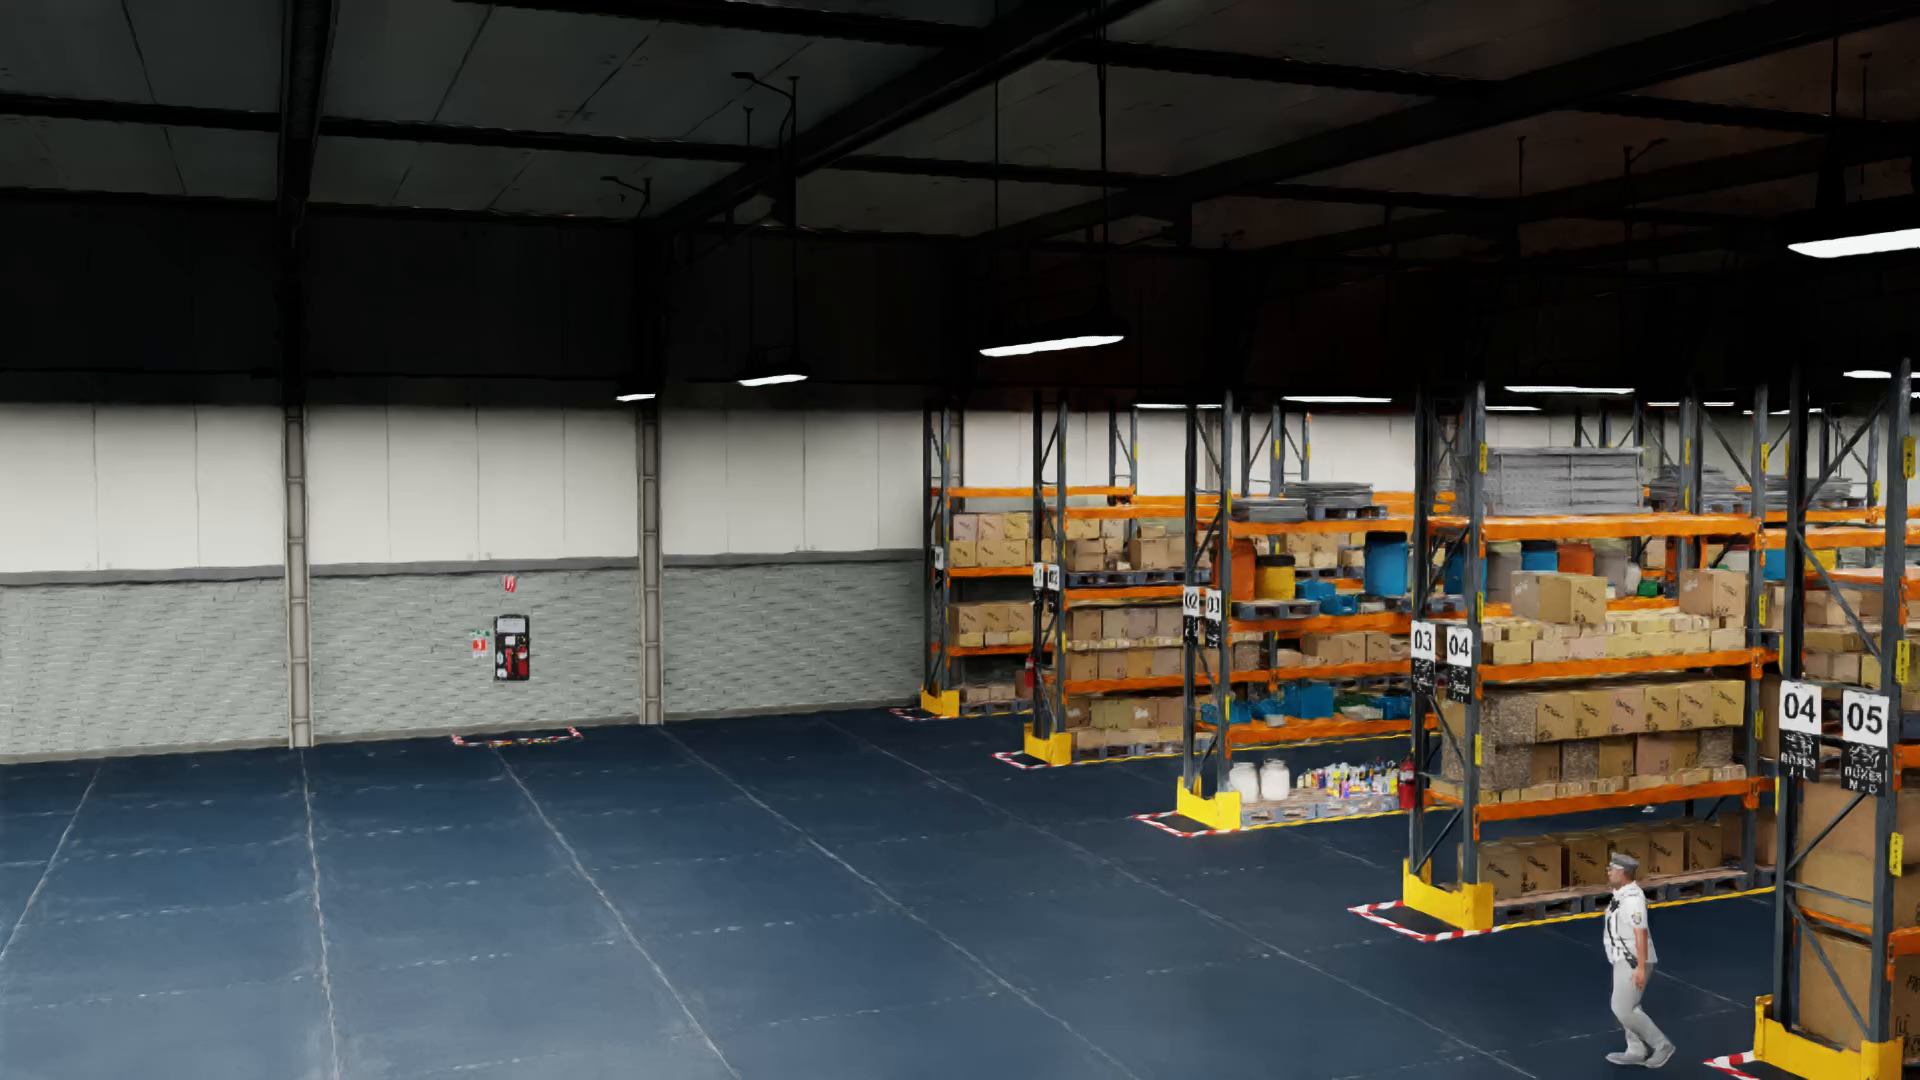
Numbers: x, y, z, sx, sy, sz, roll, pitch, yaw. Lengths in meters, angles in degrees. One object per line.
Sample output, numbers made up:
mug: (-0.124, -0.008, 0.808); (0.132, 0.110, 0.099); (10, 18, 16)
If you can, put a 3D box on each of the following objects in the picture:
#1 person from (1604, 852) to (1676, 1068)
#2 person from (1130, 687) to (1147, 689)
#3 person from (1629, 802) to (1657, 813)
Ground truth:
person: (5.617, 3.482, 13.736); (0.559, 1.752, 0.605); (1, 3, 14)
person: (3.315, 2.499, 29.913); (0.504, 1.784, 0.640); (2, 4, 36)
person: (9.483, 3.033, 23.231); (0.519, 1.541, 0.566); (-2, 4, -25)
